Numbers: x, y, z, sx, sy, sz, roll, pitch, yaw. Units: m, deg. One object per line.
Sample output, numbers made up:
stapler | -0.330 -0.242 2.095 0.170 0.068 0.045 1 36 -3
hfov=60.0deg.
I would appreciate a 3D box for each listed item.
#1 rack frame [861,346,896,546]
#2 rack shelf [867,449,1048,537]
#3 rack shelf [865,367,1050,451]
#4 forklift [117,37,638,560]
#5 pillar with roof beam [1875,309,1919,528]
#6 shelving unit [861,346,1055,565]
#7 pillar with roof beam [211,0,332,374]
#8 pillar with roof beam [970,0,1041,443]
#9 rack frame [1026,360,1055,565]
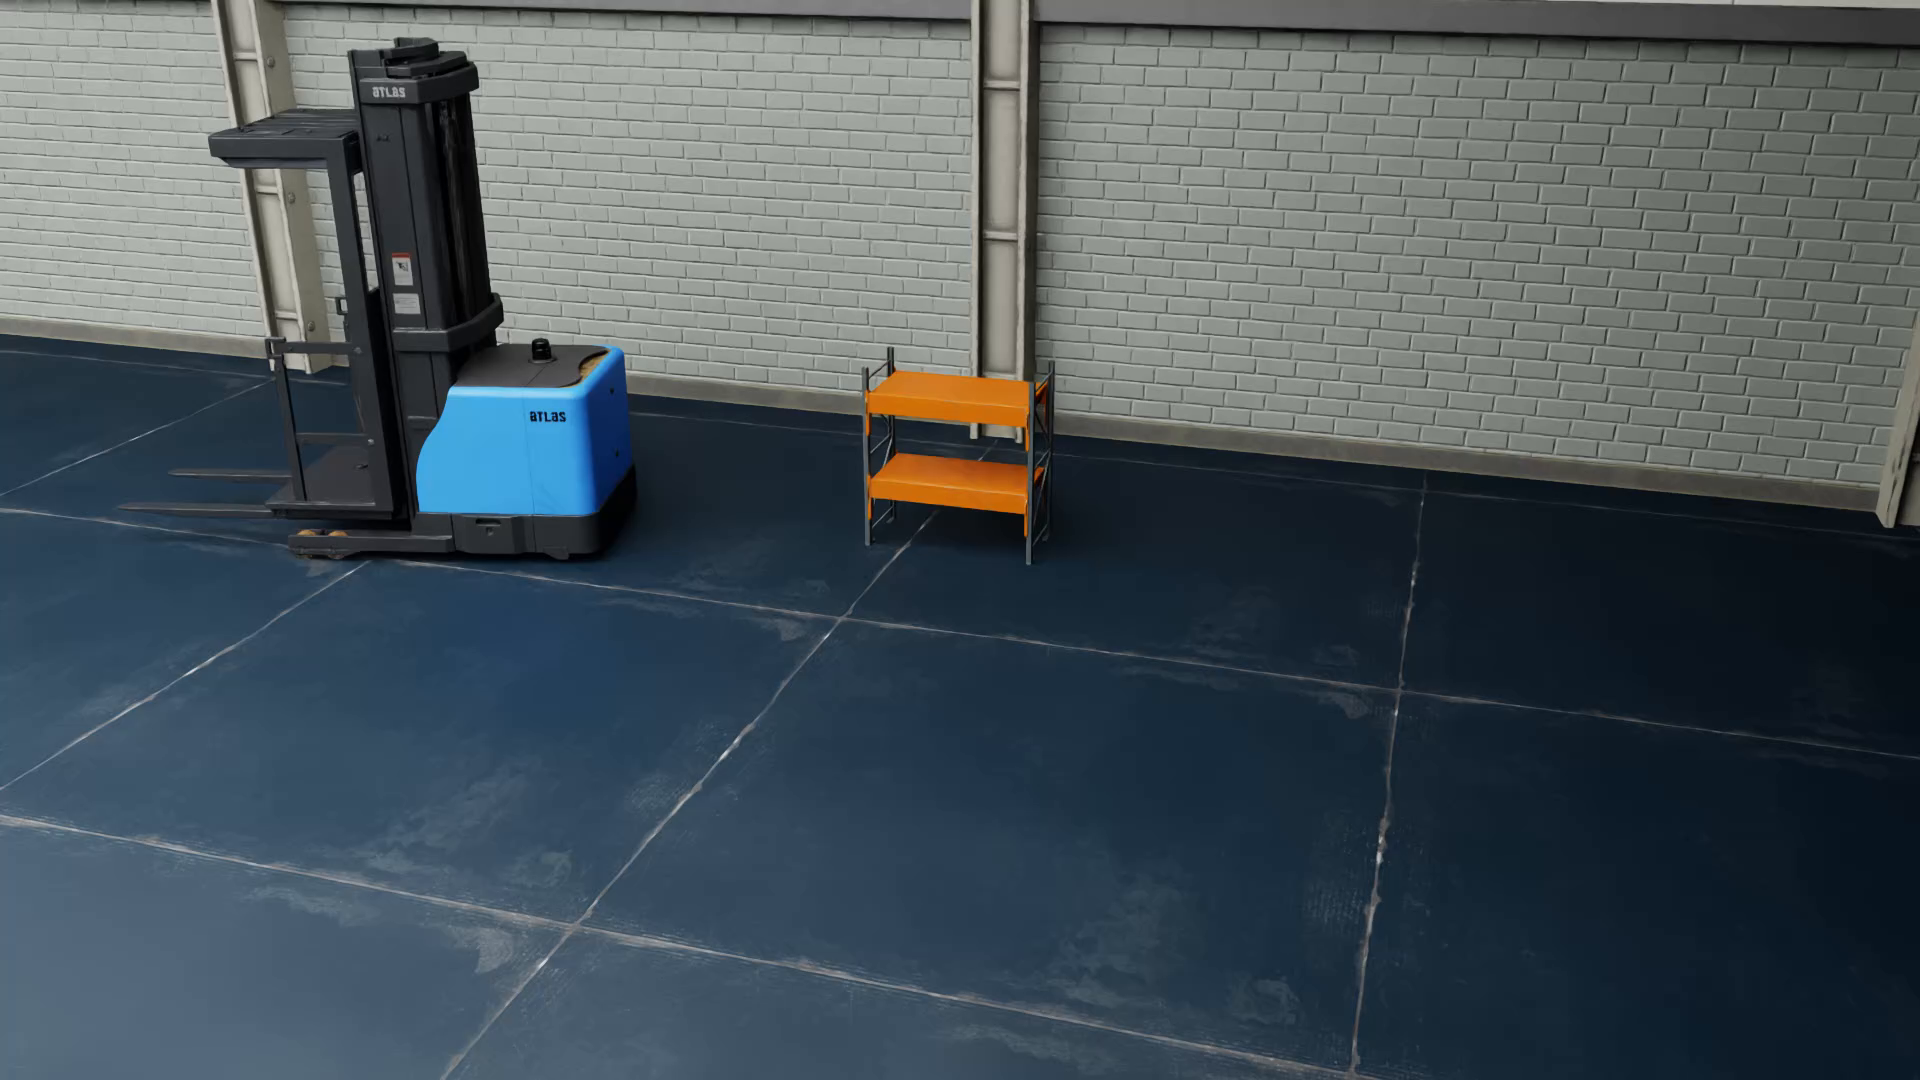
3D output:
rack frame | -0.493 -0.577 10.194 0.032 1.125 0.500 7 23 16
rack shelf | -0.006 -0.295 10.151 1.000 0.278 0.538 7 23 16
rack shelf | -0.006 -0.792 9.947 1.000 0.278 0.538 7 23 16
forklift | -3.624 -1.439 9.916 3.031 2.935 1.130 1 22 3
pillar with roof beam | 4.807 -2.714 5.029 0.400 9.000 9.100 7 23 16
shelving unit | -0.006 -0.521 10.058 1.048 1.125 0.538 7 23 16
pillar with roof beam | -6.681 -4.029 8.236 0.400 9.000 9.100 7 23 16
pillar with roof beam | -0.937 -3.372 6.632 0.400 9.000 9.100 7 23 16
rack frame | 0.480 -0.465 9.922 0.032 1.125 0.500 7 23 16
